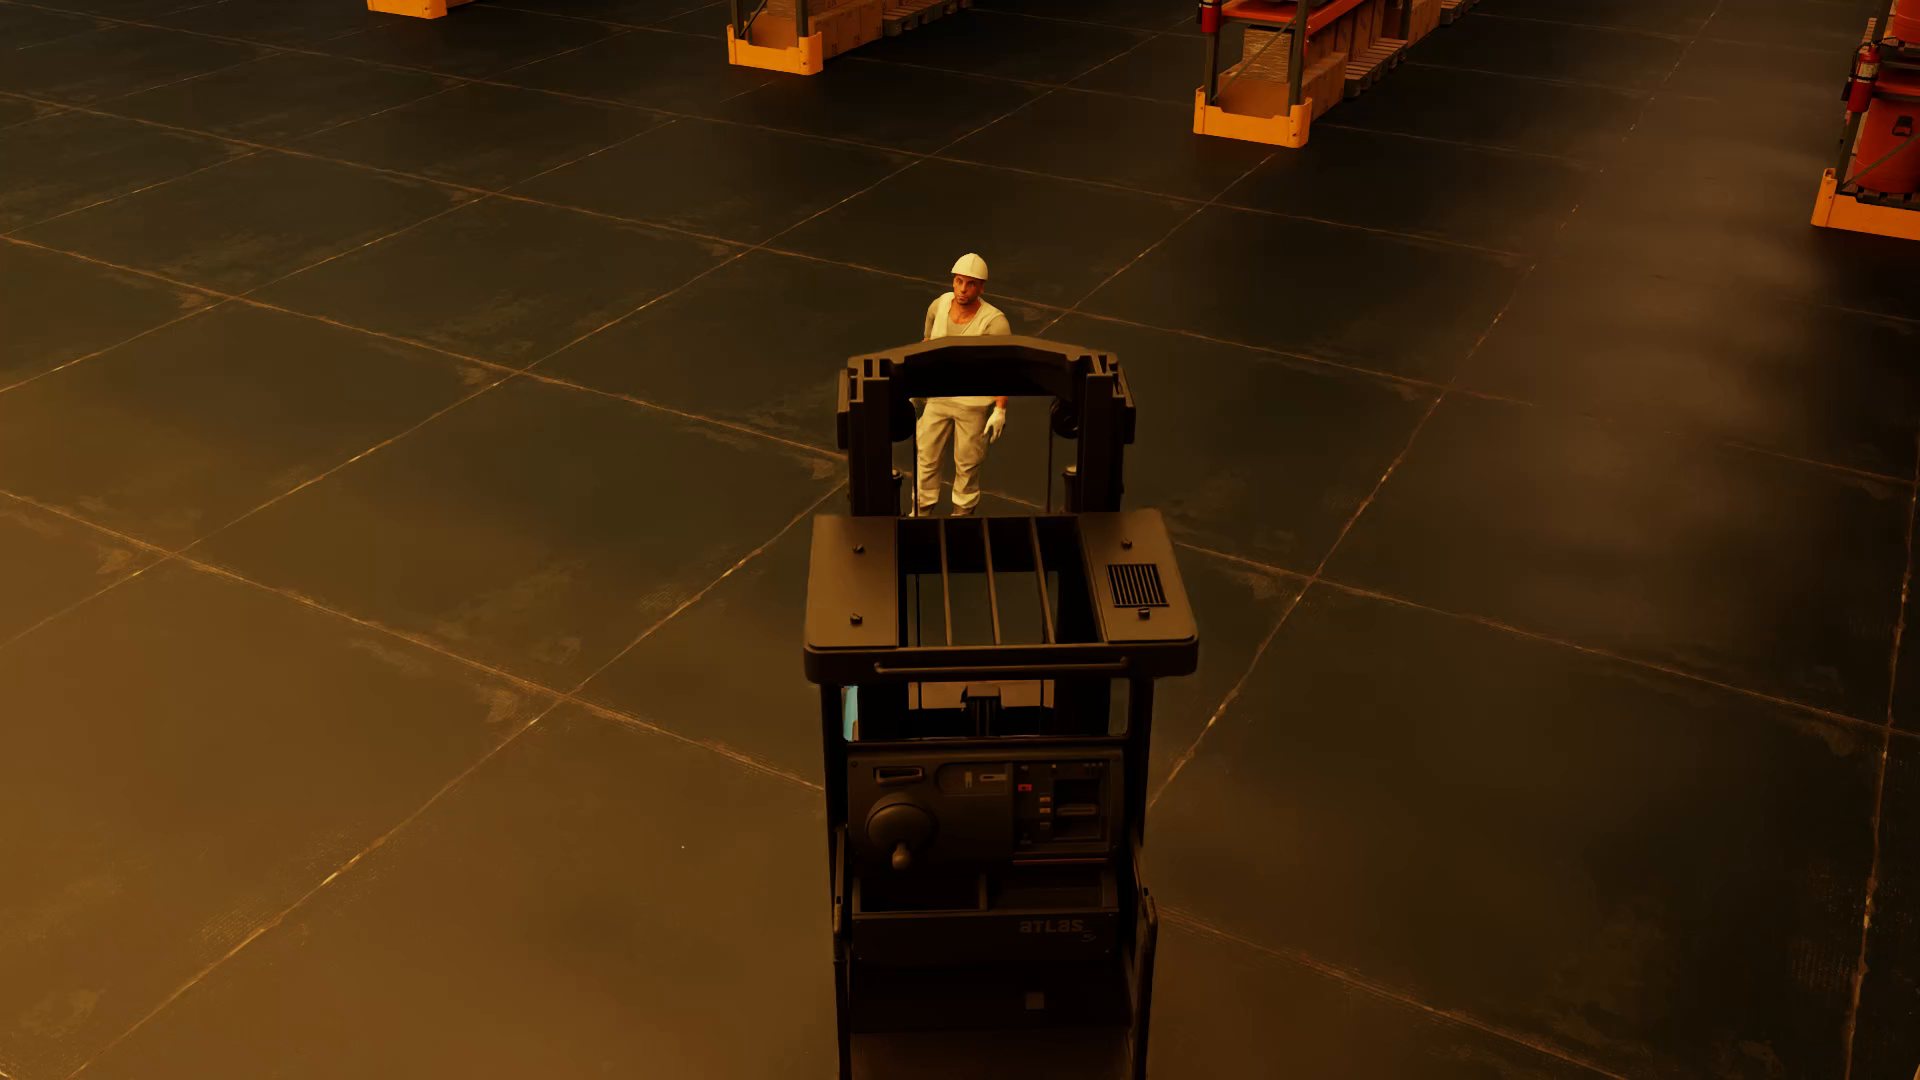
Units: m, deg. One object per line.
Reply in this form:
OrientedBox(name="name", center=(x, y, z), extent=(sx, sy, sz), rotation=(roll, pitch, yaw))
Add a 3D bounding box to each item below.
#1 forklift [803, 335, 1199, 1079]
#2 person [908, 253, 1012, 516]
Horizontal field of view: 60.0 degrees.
OrientedBox(name="forklift", center=(0.099, 0.951, 5.422), extent=(1.130, 2.935, 3.031), rotation=(-1, 30, -2))
OrientedBox(name="person", center=(-0.048, -0.748, 9.495), extent=(0.638, 1.789, 0.562), rotation=(15, 33, 25))
